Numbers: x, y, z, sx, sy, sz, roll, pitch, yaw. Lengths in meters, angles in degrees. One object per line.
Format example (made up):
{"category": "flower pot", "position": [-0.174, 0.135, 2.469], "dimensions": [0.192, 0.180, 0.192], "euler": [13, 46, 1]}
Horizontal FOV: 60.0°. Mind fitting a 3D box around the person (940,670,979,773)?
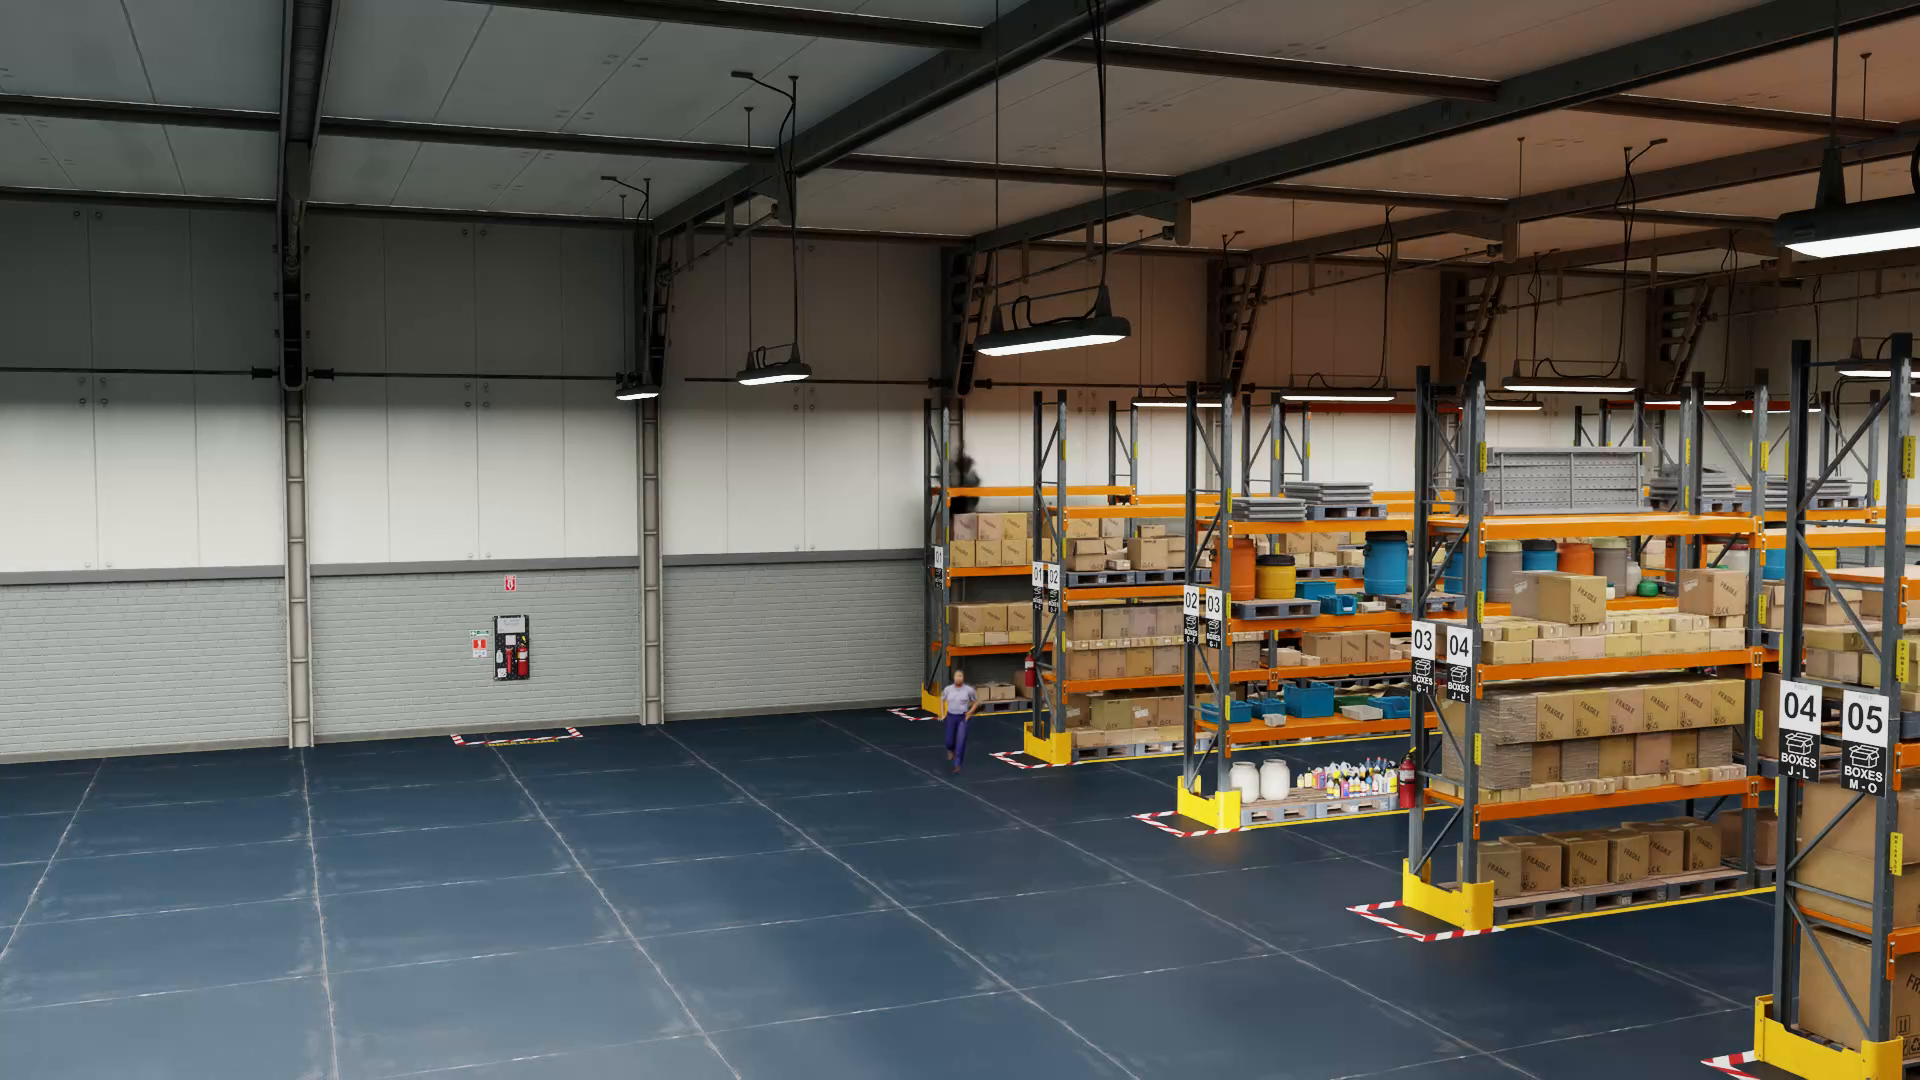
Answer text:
{"category": "person", "position": [-0.020, 2.928, 26.162], "dimensions": [0.622, 1.399, 0.541], "euler": [0, 3, 5]}
